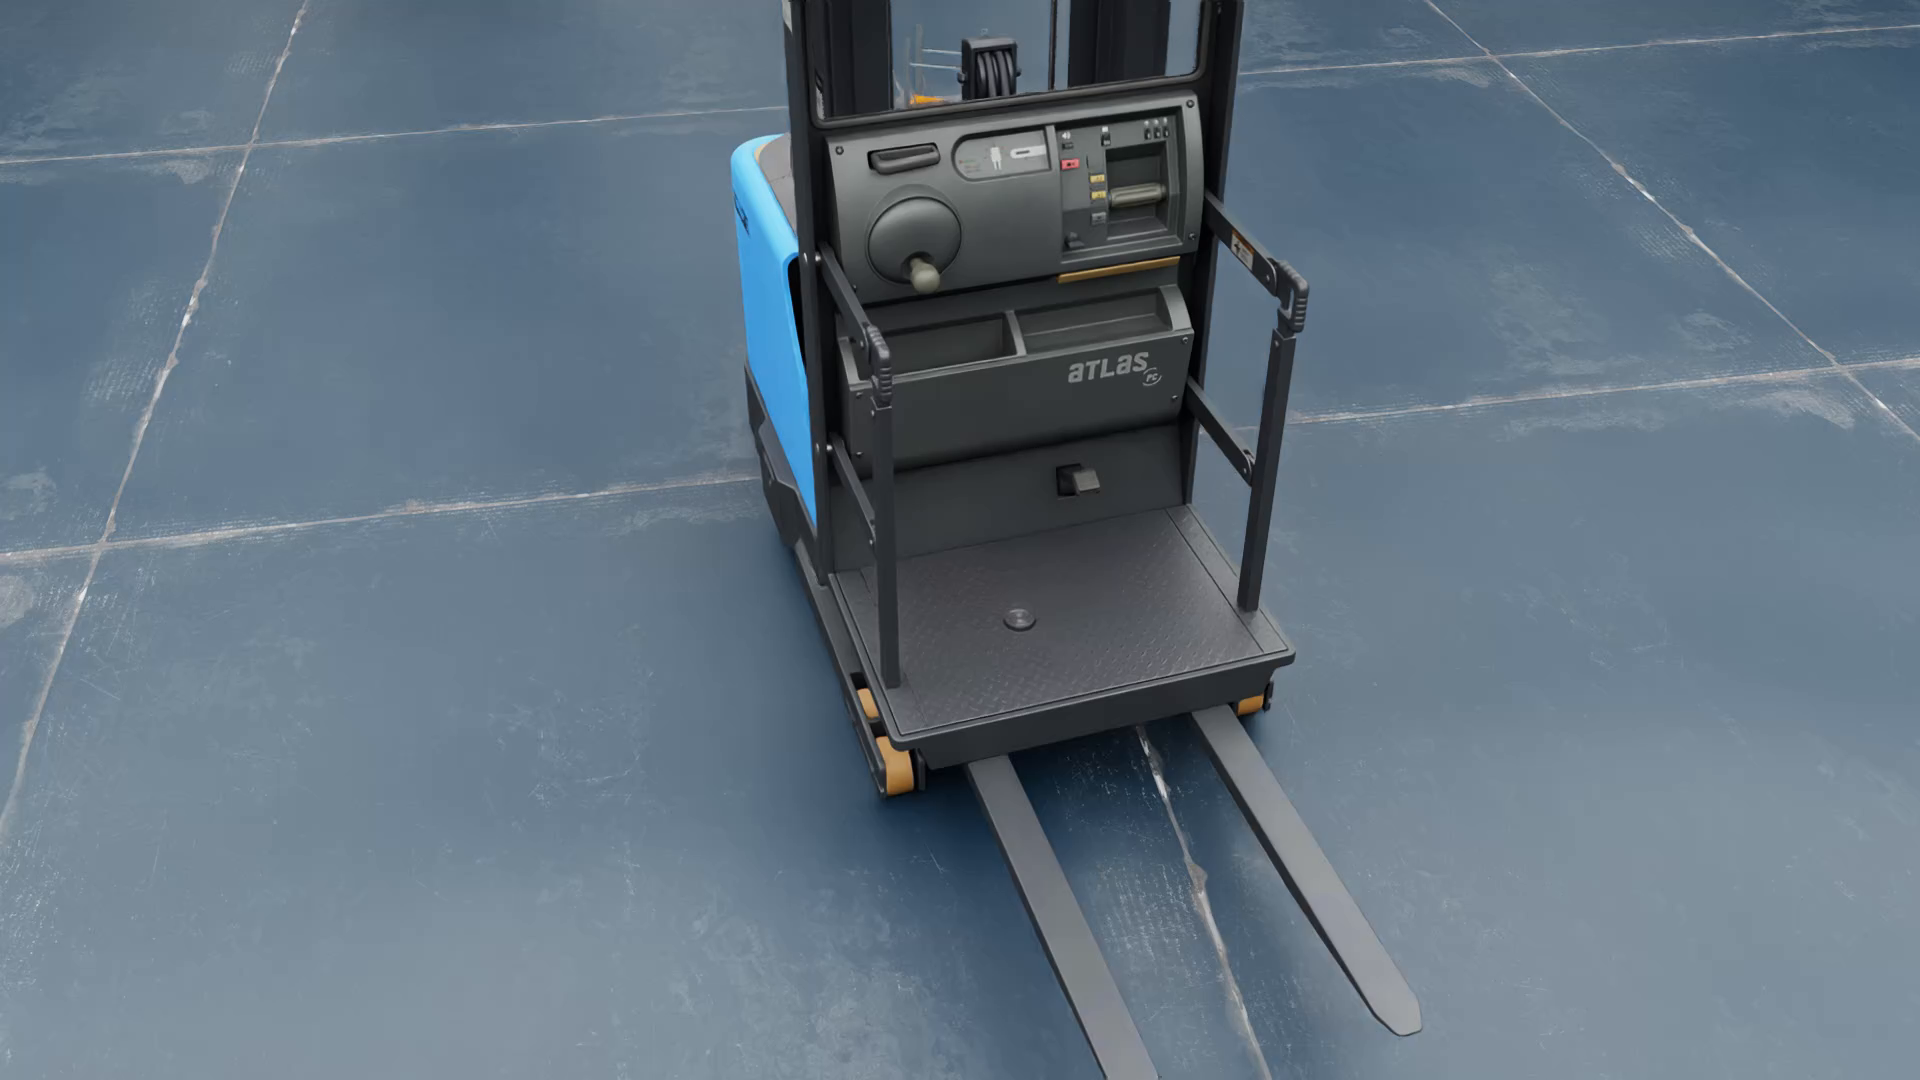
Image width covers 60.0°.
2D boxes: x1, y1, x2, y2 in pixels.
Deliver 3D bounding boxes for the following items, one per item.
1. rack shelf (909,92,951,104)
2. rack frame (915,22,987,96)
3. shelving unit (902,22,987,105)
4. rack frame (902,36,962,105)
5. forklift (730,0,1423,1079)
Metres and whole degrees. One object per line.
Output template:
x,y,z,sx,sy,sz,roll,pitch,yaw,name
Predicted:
-0.055,-1.413,5.567,0.258,0.103,0.180,8,31,10,rack shelf
-0.043,-1.188,5.806,0.240,1.200,0.006,8,31,10,rack frame
-0.063,-1.142,5.729,0.258,1.200,0.189,8,31,10,shelving unit
-0.082,-1.097,5.652,0.240,1.200,0.006,8,31,10,rack frame
0.214,-0.762,3.842,1.130,2.935,3.031,-11,39,-14,forklift
